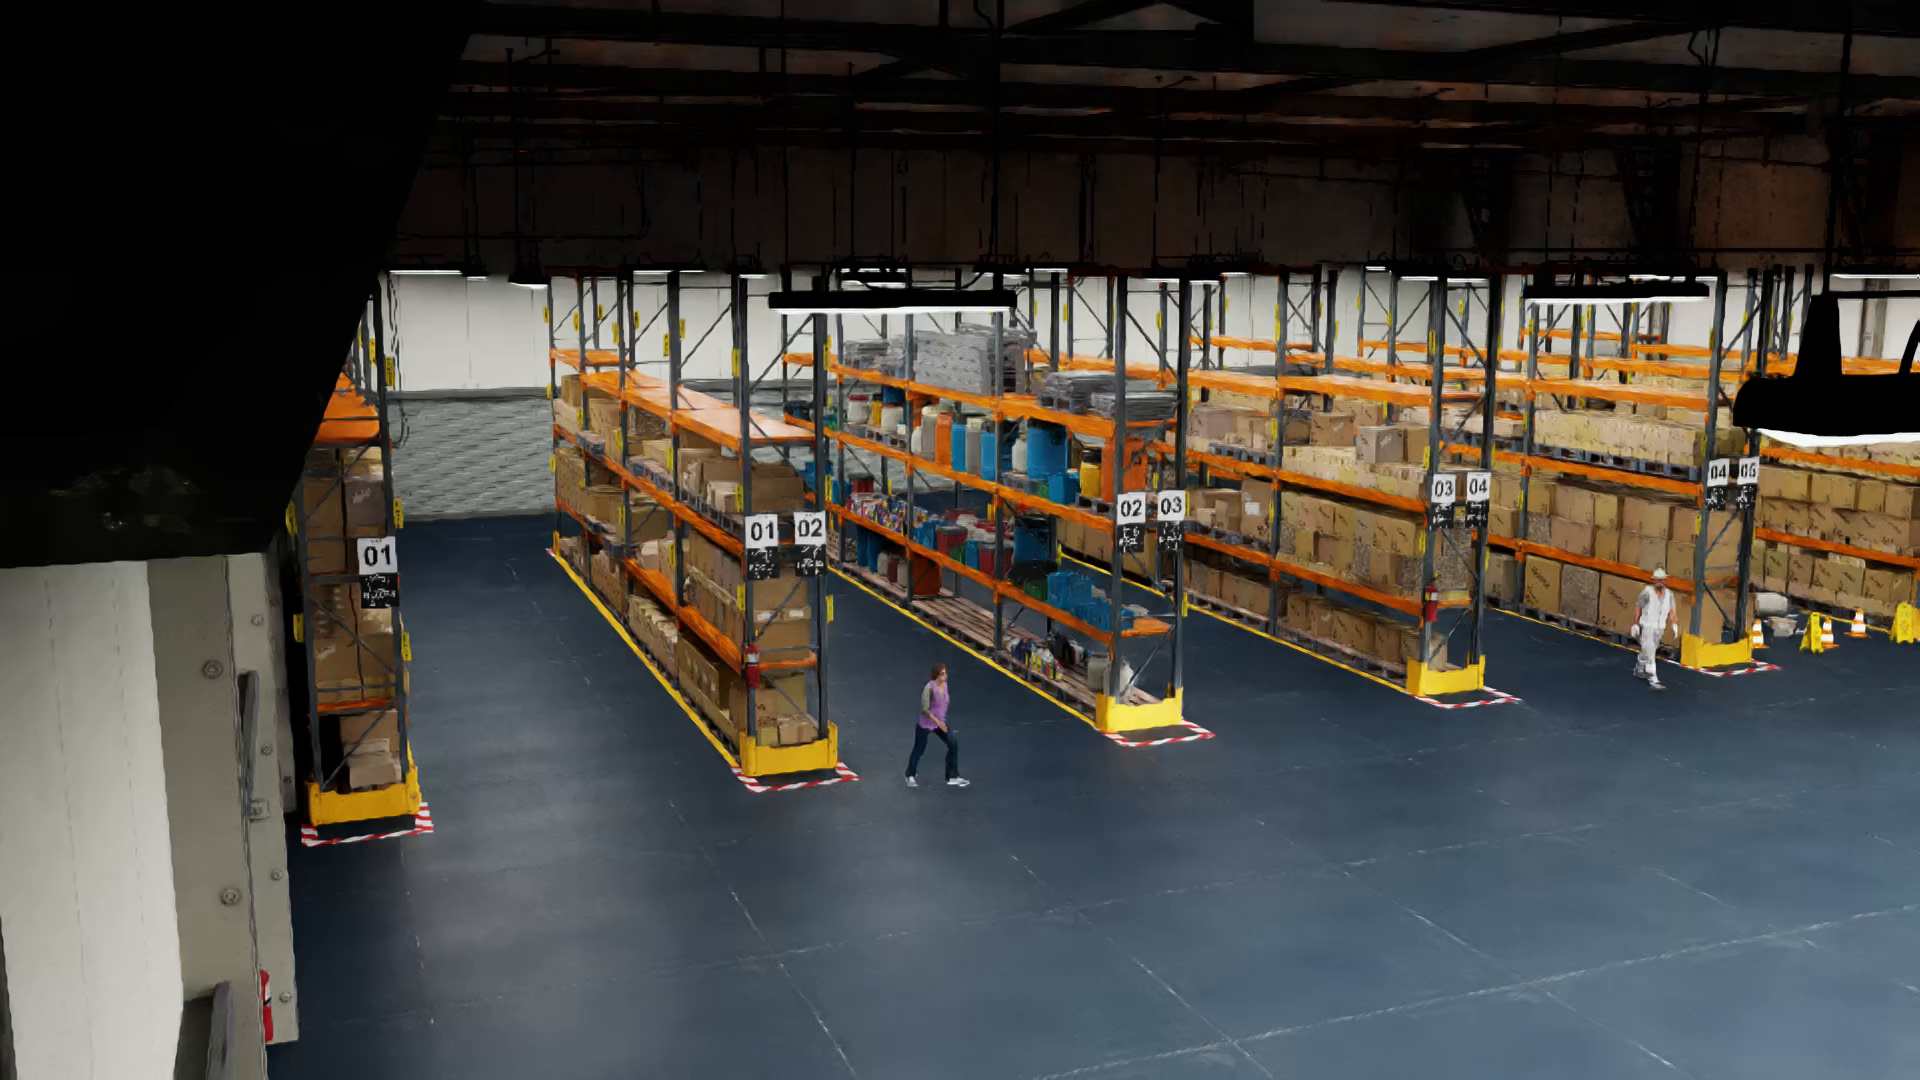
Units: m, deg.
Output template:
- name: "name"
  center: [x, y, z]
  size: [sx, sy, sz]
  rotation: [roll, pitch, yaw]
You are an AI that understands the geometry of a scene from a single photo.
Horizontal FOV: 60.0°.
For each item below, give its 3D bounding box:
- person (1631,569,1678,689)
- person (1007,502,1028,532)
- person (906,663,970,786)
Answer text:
- name: "person"
  center: [10.175, 1.270, 24.305]
  size: [0.534, 1.726, 1.038]
  rotation: [-2, 10, -12]
- name: "person"
  center: [1.142, 0.118, 30.954]
  size: [0.552, 1.709, 1.123]
  rotation: [-3, 10, -19]
- name: "person"
  center: [-0.316, 2.179, 19.688]
  size: [0.554, 1.539, 0.720]
  rotation: [-9, 14, -43]
